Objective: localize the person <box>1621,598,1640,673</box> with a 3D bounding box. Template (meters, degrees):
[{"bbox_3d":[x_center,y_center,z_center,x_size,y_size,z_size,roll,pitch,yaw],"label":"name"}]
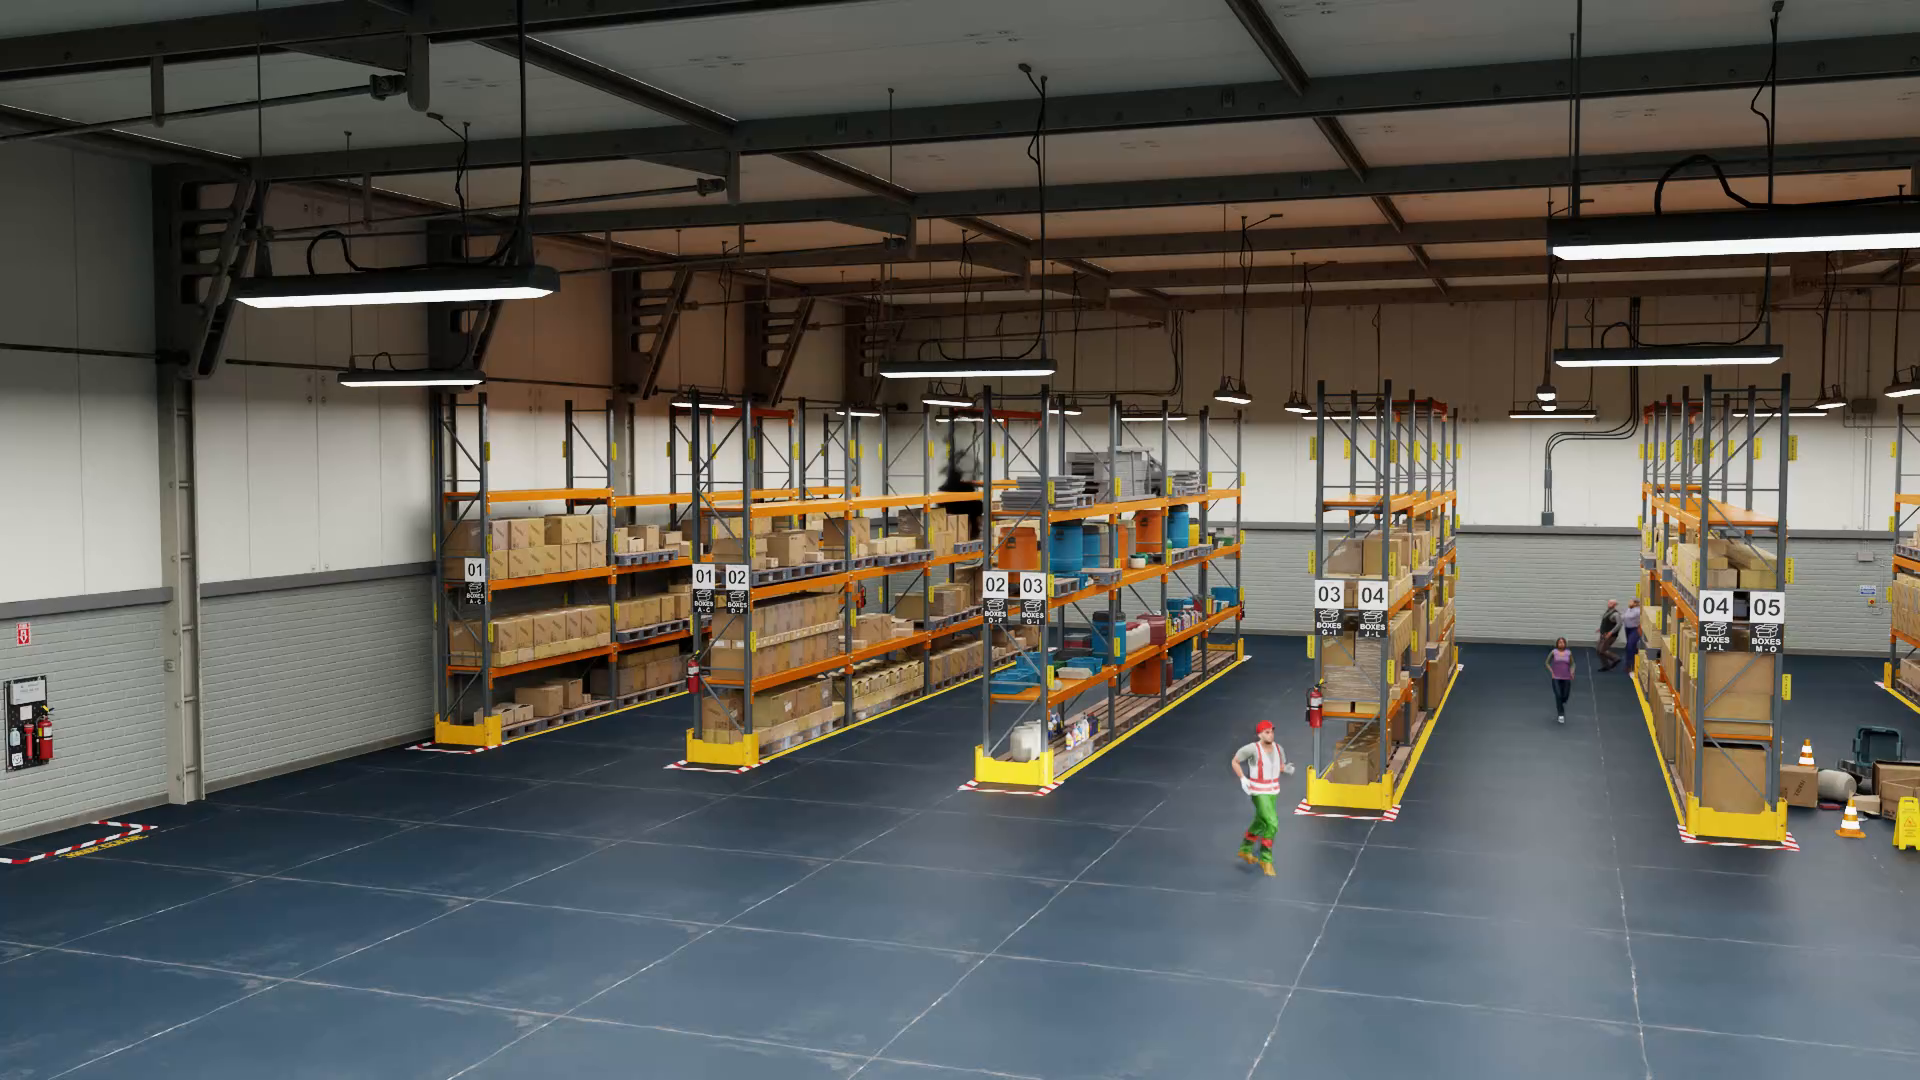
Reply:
[{"bbox_3d":[15.322,2.165,37.862,0.733,1.712,0.603,-1,3,-11],"label":"person"}]

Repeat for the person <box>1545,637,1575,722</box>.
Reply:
[{"bbox_3d":[11.177,2.588,30.975,0.540,1.563,0.604,1,3,13],"label":"person"}]

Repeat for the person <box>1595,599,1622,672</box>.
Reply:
[{"bbox_3d":[14.741,2.169,37.686,0.536,1.675,0.717,0,3,-5],"label":"person"}]

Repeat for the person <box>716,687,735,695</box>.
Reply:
[{"bbox_3d":[-4.372,2.526,31.075,0.559,1.644,0.586,1,3,12],"label":"person"}]

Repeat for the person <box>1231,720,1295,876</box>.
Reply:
[{"bbox_3d":[3.641,3.065,19.862,0.616,1.851,0.779,-2,4,-36],"label":"person"}]
